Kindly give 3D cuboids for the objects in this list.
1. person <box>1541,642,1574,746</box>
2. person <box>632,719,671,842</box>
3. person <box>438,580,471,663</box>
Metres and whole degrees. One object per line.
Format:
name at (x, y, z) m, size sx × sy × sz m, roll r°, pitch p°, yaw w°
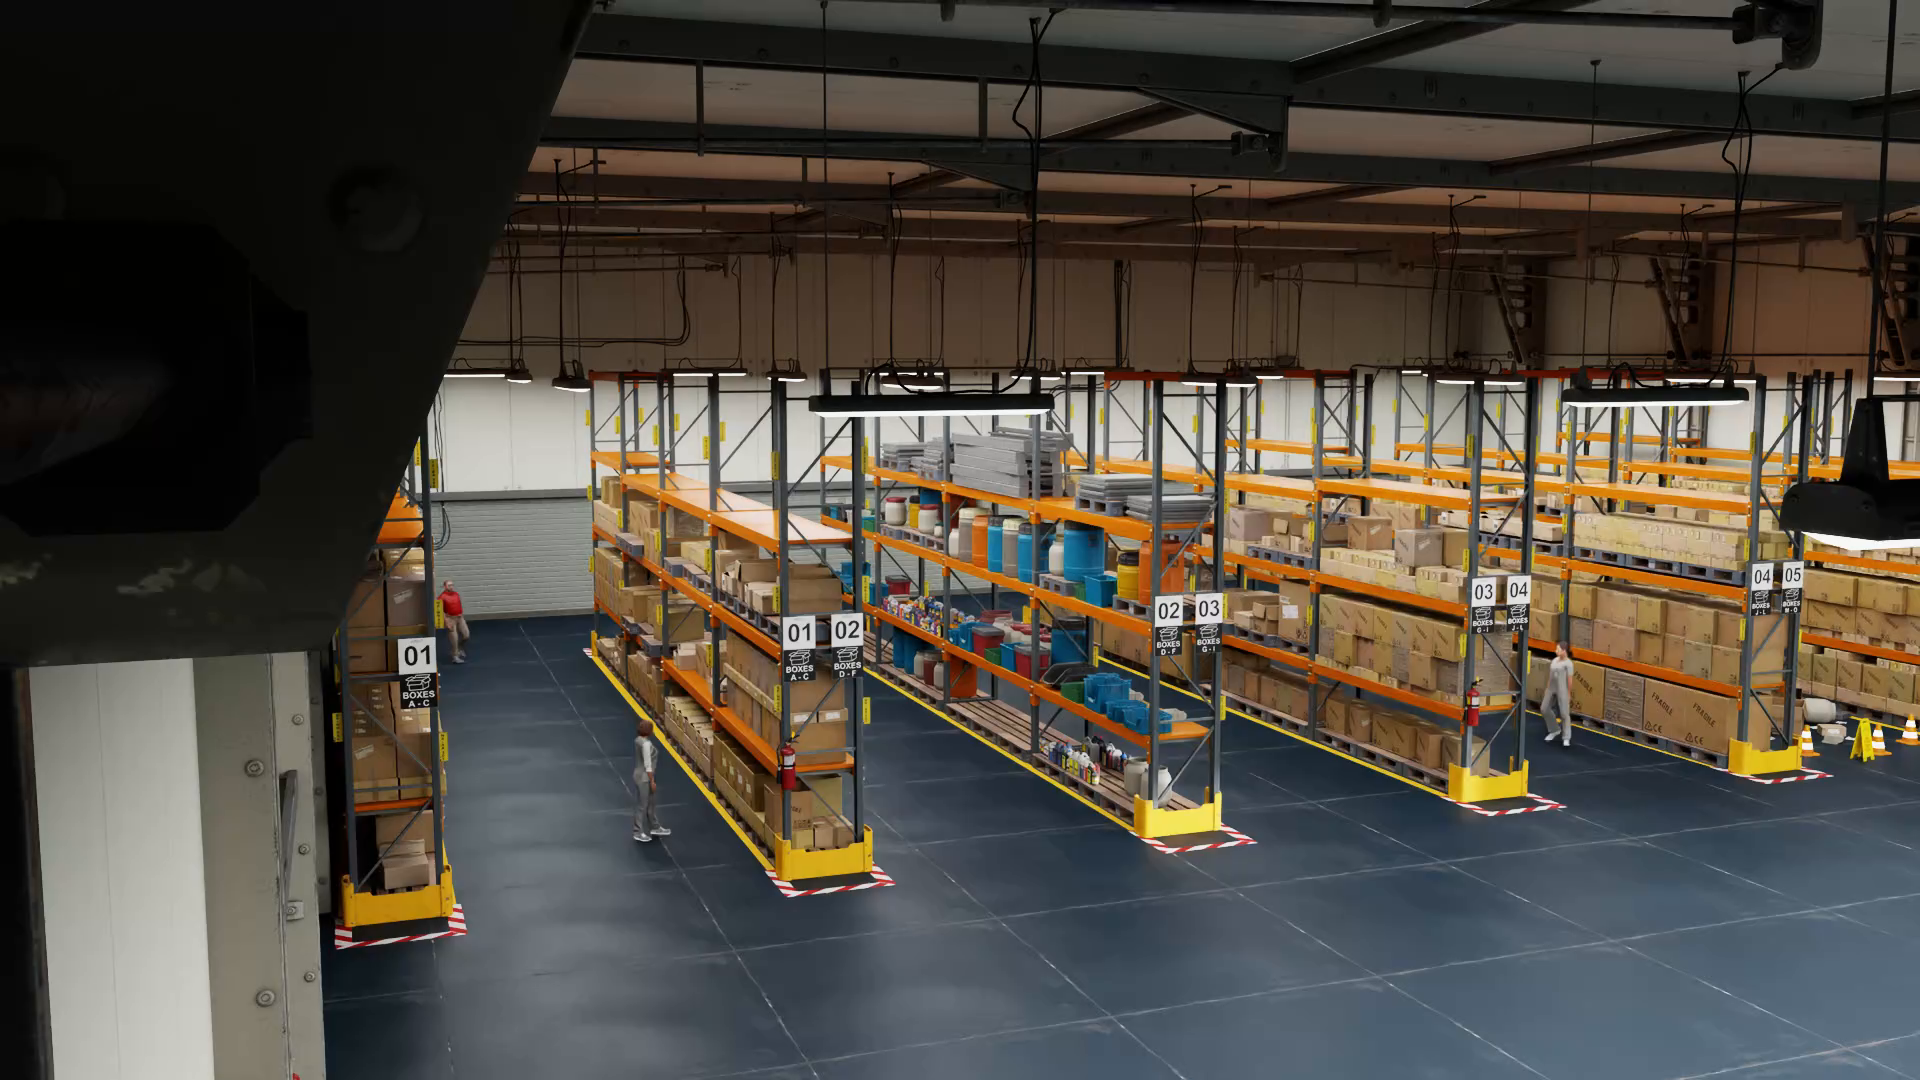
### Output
person at (9.763, 2.479, 27.016) m, size 0.386 × 1.687 × 0.542 m, roll -3°, pitch 7°, yaw -27°
person at (-4.042, 3.125, 21.721) m, size 0.491 × 1.598 × 0.470 m, roll -1°, pitch 6°, yaw -9°
person at (-10.387, 1.664, 34.096) m, size 0.516 × 1.706 × 0.645 m, roll 6°, pitch 9°, yaw 42°
